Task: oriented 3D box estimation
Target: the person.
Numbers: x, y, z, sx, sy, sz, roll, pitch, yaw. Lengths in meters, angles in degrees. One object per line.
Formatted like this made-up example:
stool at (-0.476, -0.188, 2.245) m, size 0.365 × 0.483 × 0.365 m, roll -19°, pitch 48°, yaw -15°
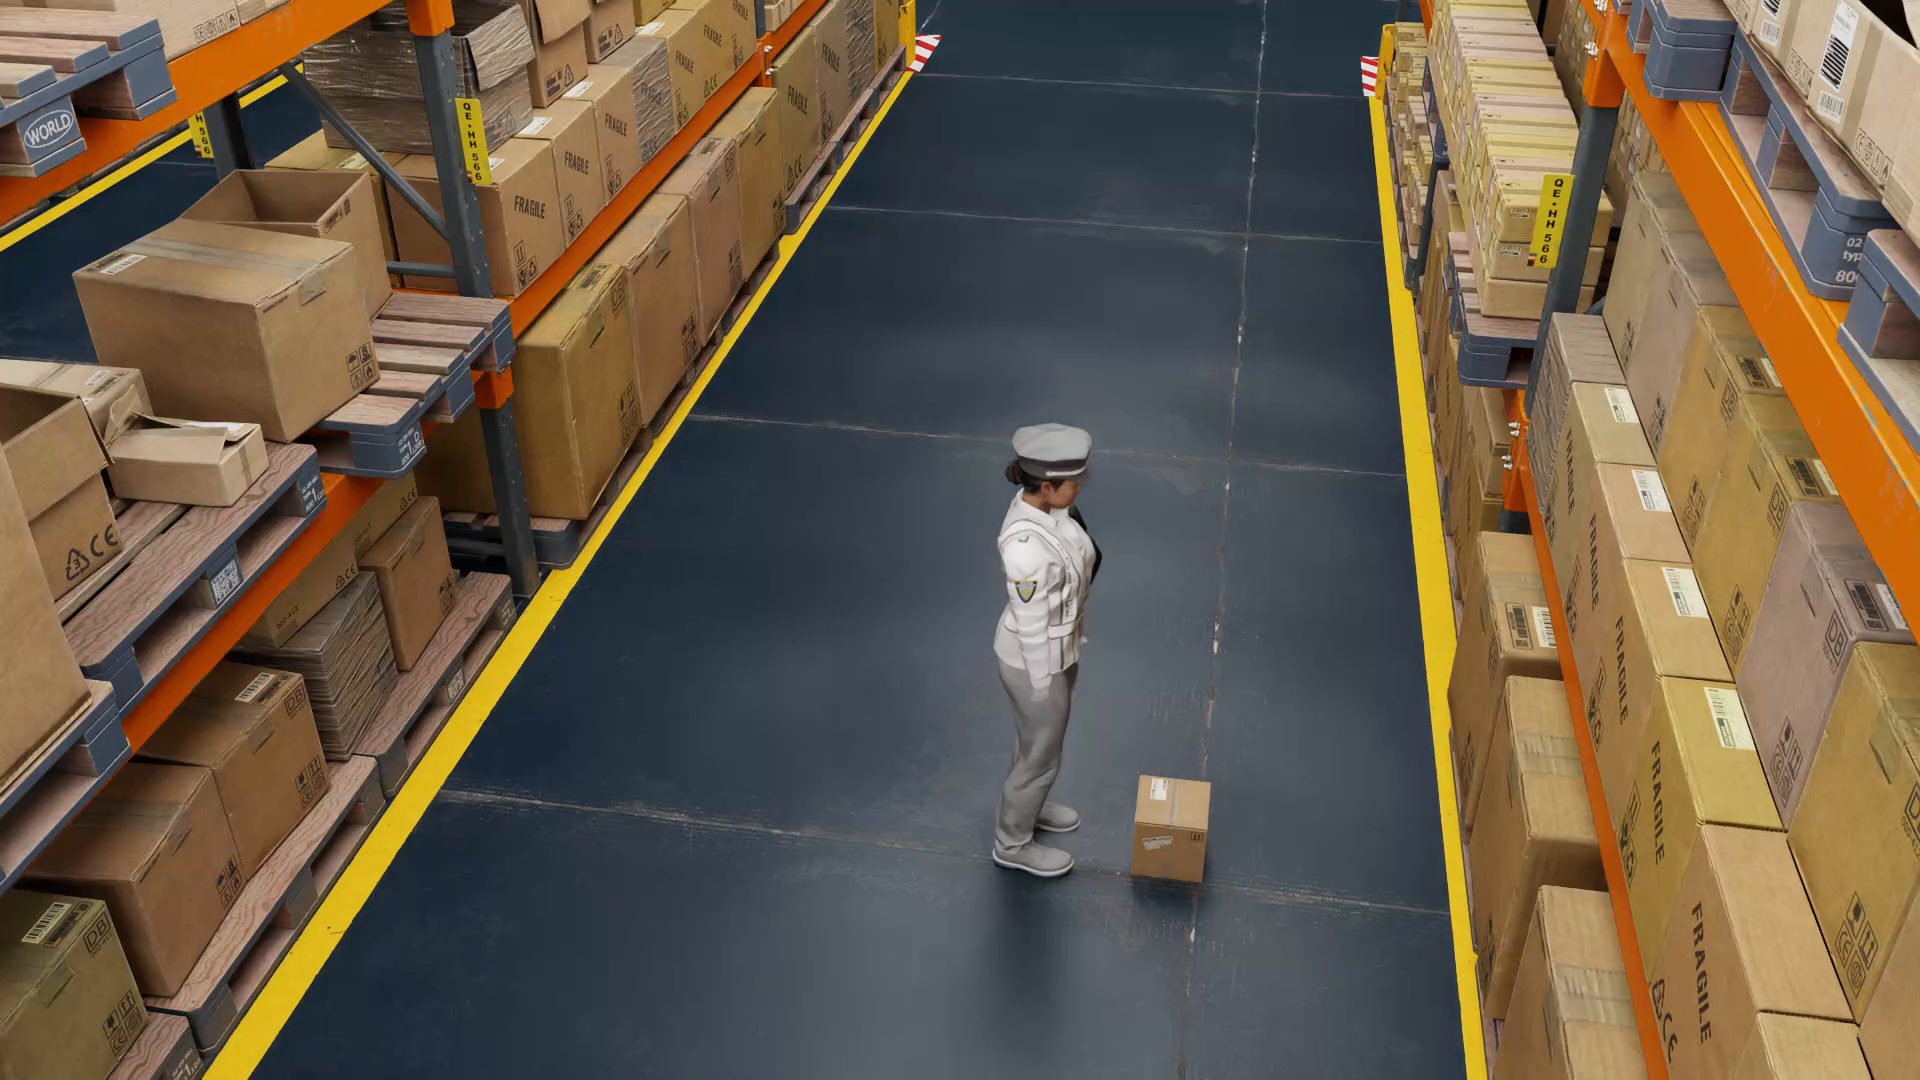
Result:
person at (0.283, 0.376, 5.559) m, size 0.328 × 1.666 × 0.469 m, roll 6°, pitch 33°, yaw 9°
